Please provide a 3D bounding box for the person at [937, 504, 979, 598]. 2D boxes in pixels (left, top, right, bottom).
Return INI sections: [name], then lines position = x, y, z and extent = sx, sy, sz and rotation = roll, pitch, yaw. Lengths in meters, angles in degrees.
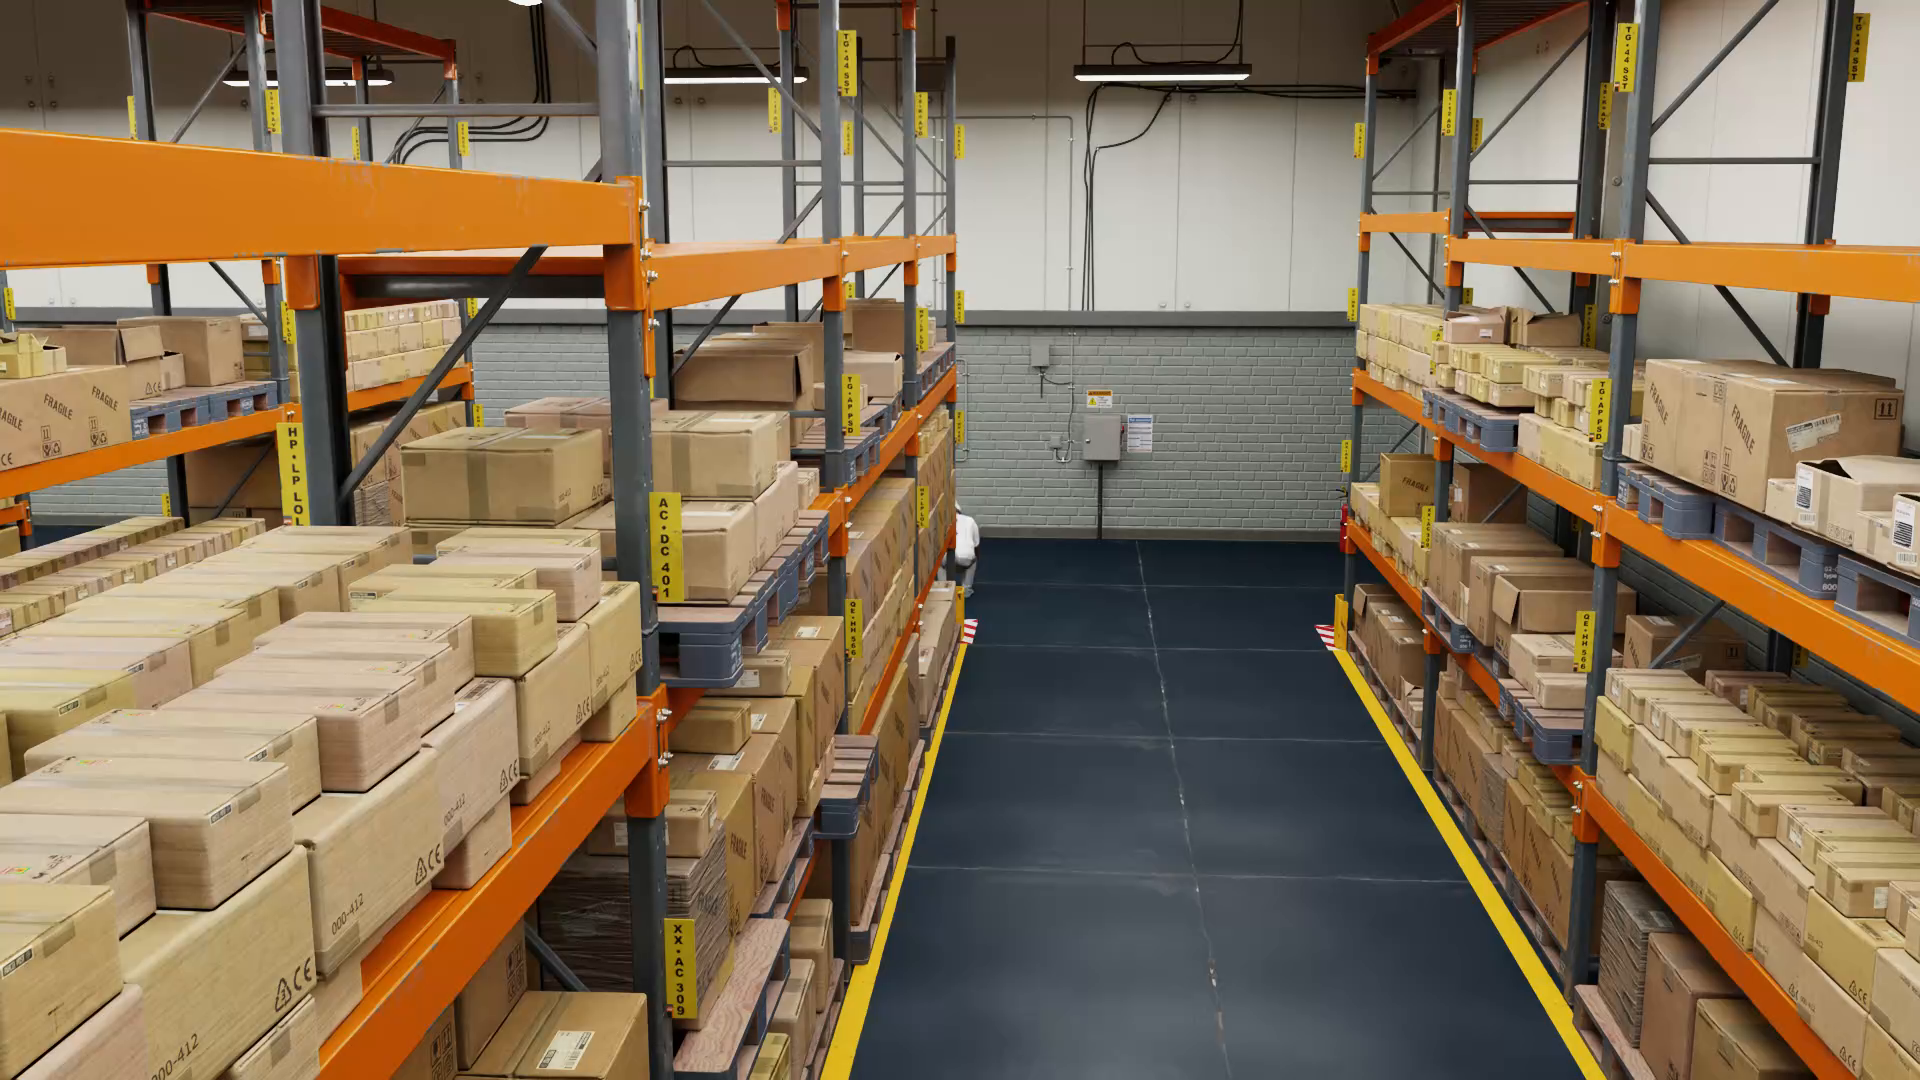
[person]
position = -0.076, 0.121, 19.232
extent = 0.583, 1.028, 0.890
rotation = 1, 11, 4
